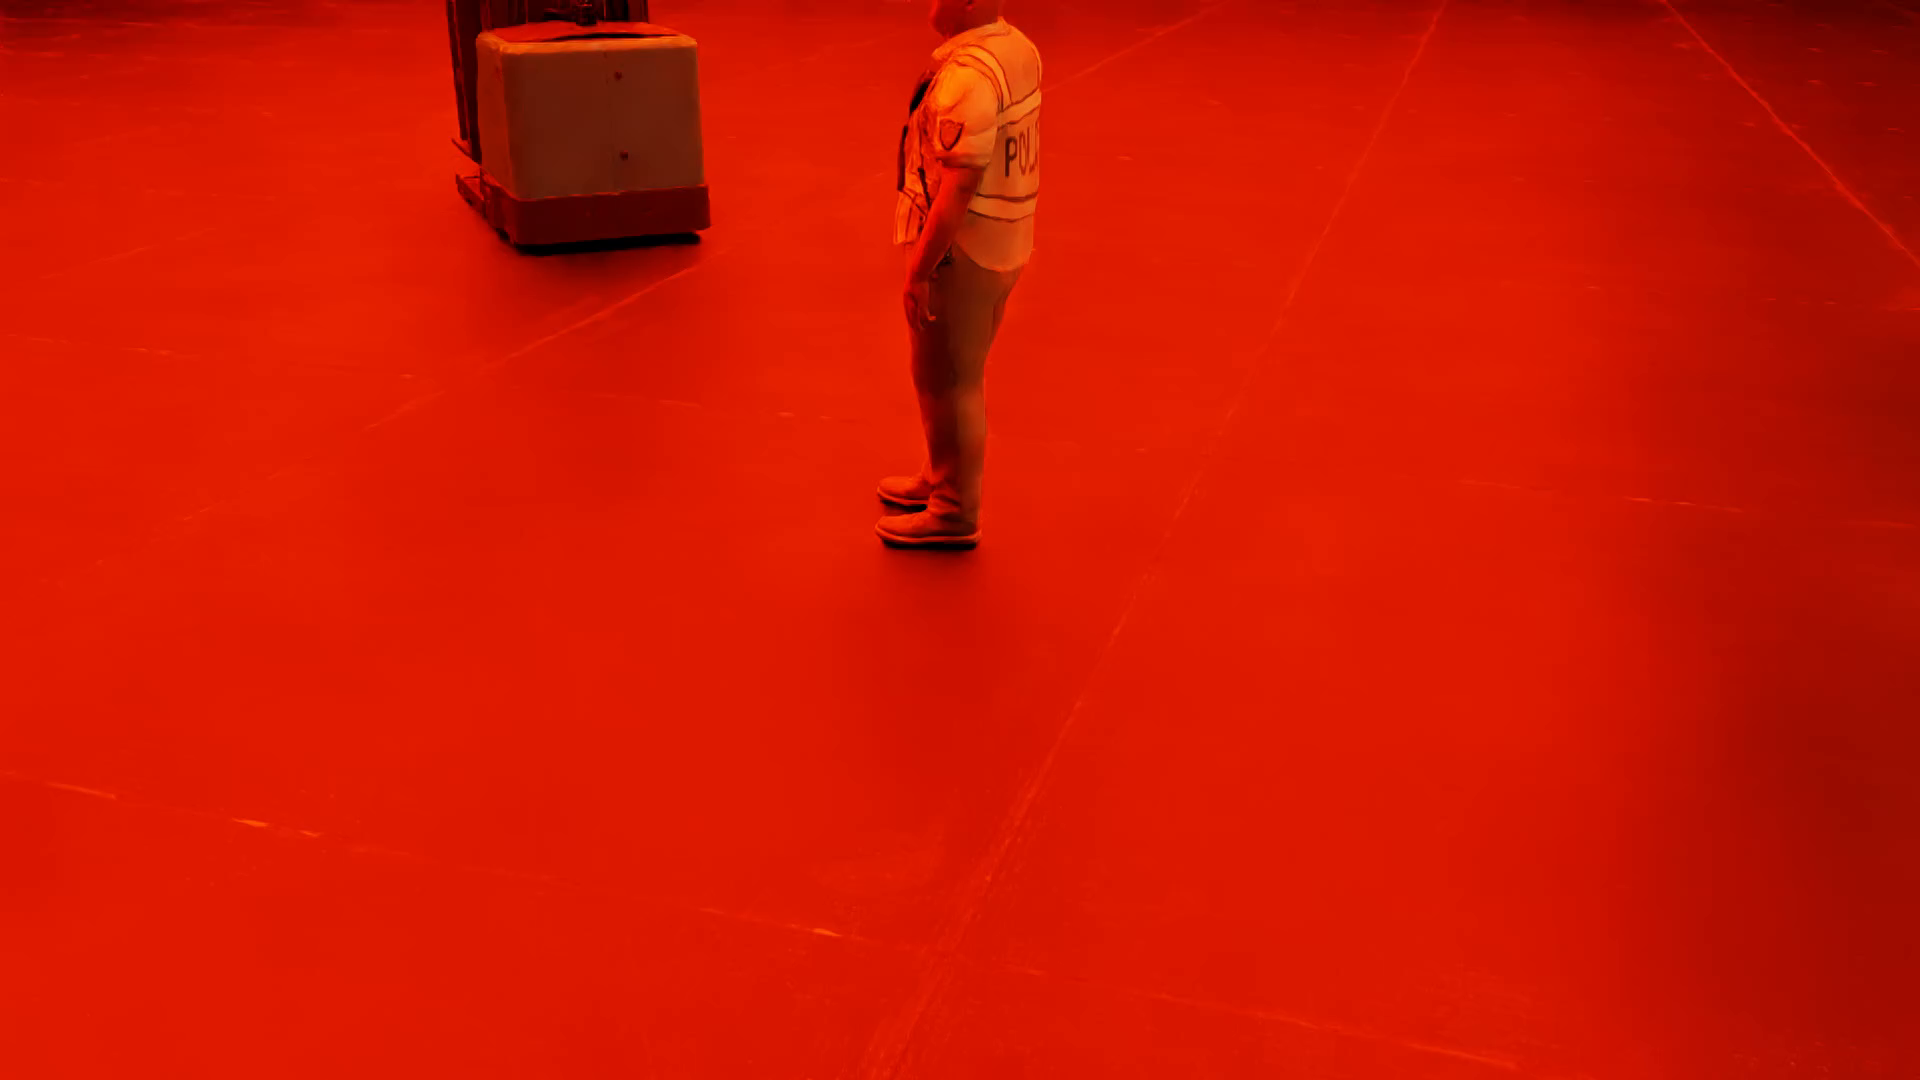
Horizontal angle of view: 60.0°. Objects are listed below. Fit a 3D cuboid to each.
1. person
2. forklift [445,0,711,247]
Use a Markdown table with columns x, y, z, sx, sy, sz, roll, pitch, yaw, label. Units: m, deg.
| x | y | z | sx | sy | sz | roll | pitch | yaw | label |
| --- | --- | --- | --- | --- | --- | --- | --- | --- | --- |
| -0.071 | -0.843 | 4.810 | 0.574 | 1.778 | 0.640 | 7 | 23 | 16 | person |
| -2.427 | -3.420 | 9.563 | 1.130 | 2.935 | 3.031 | -10 | 24 | -22 | forklift |
